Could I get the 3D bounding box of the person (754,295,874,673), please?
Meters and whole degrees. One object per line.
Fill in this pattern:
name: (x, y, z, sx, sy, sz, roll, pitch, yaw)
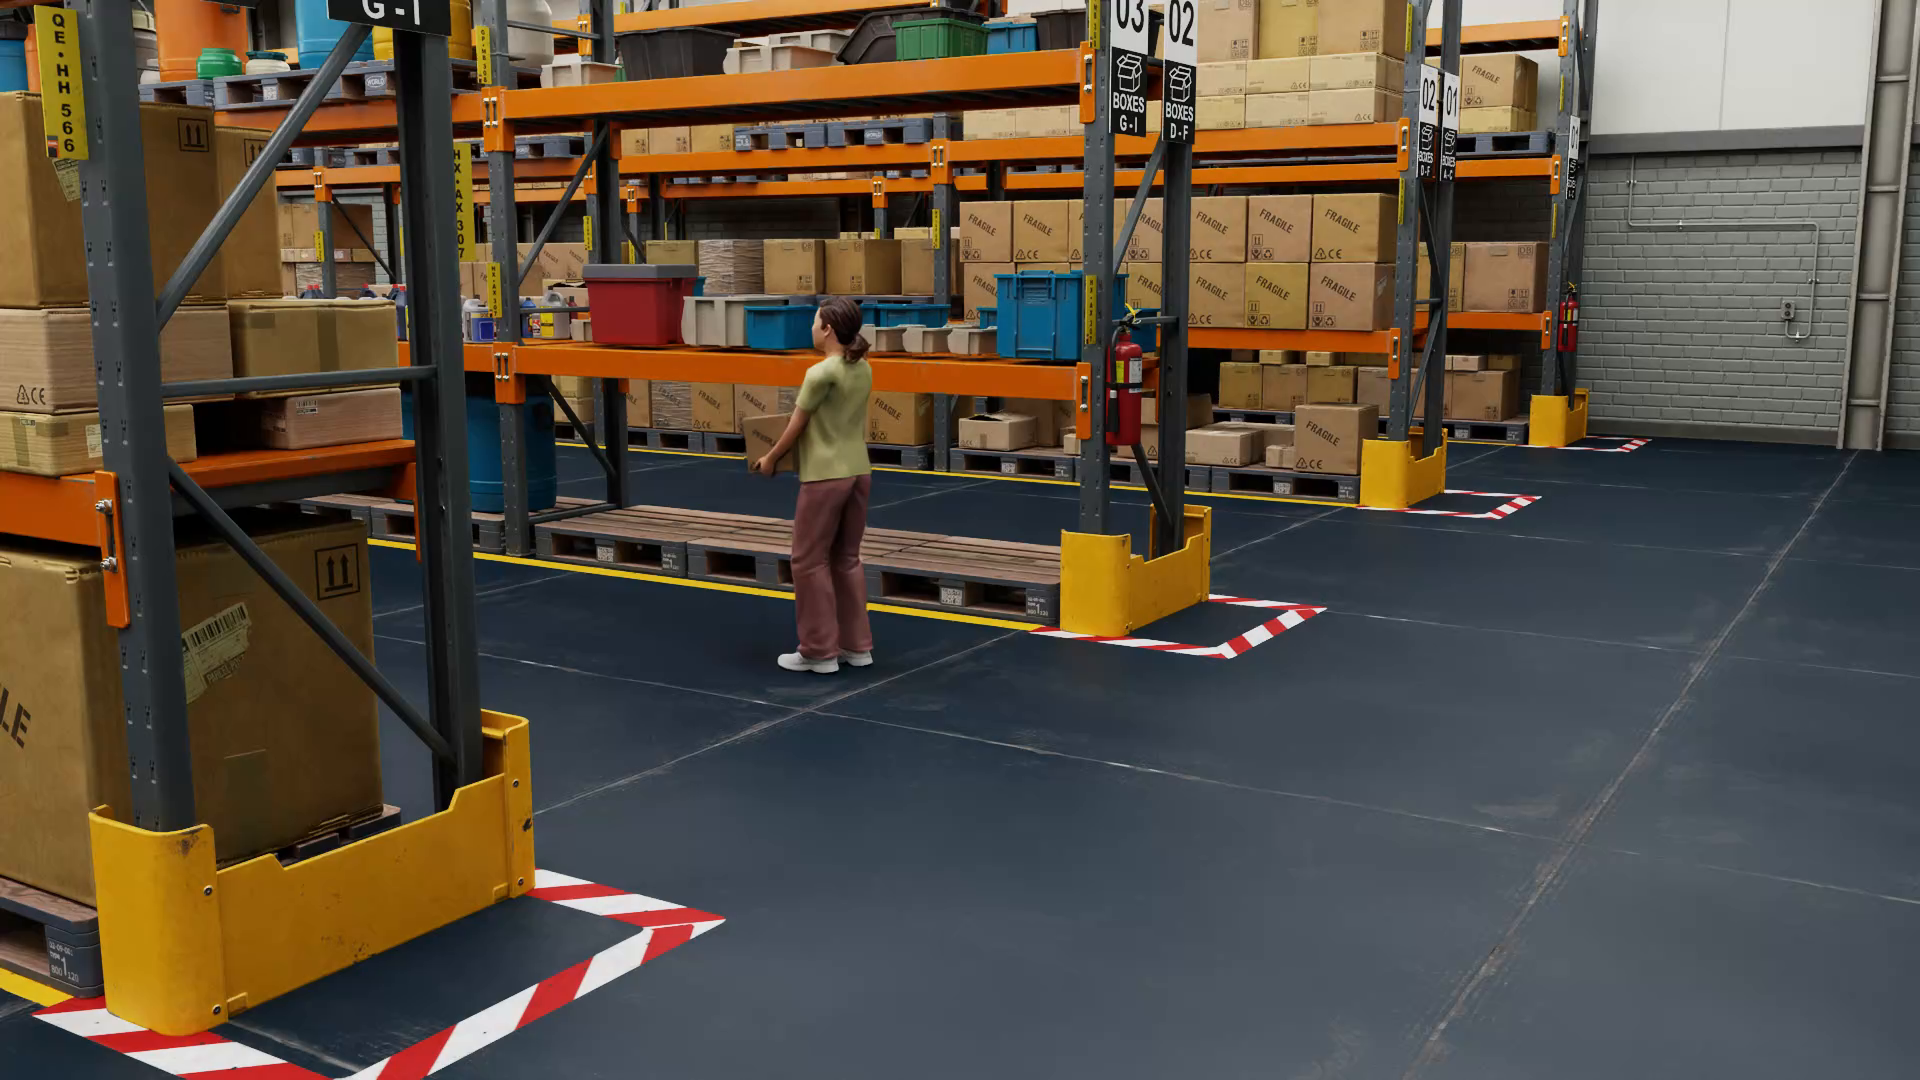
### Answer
person: (-0.621, -0.245, 7.390, 0.541, 1.667, 0.424, 6, 11, 31)
